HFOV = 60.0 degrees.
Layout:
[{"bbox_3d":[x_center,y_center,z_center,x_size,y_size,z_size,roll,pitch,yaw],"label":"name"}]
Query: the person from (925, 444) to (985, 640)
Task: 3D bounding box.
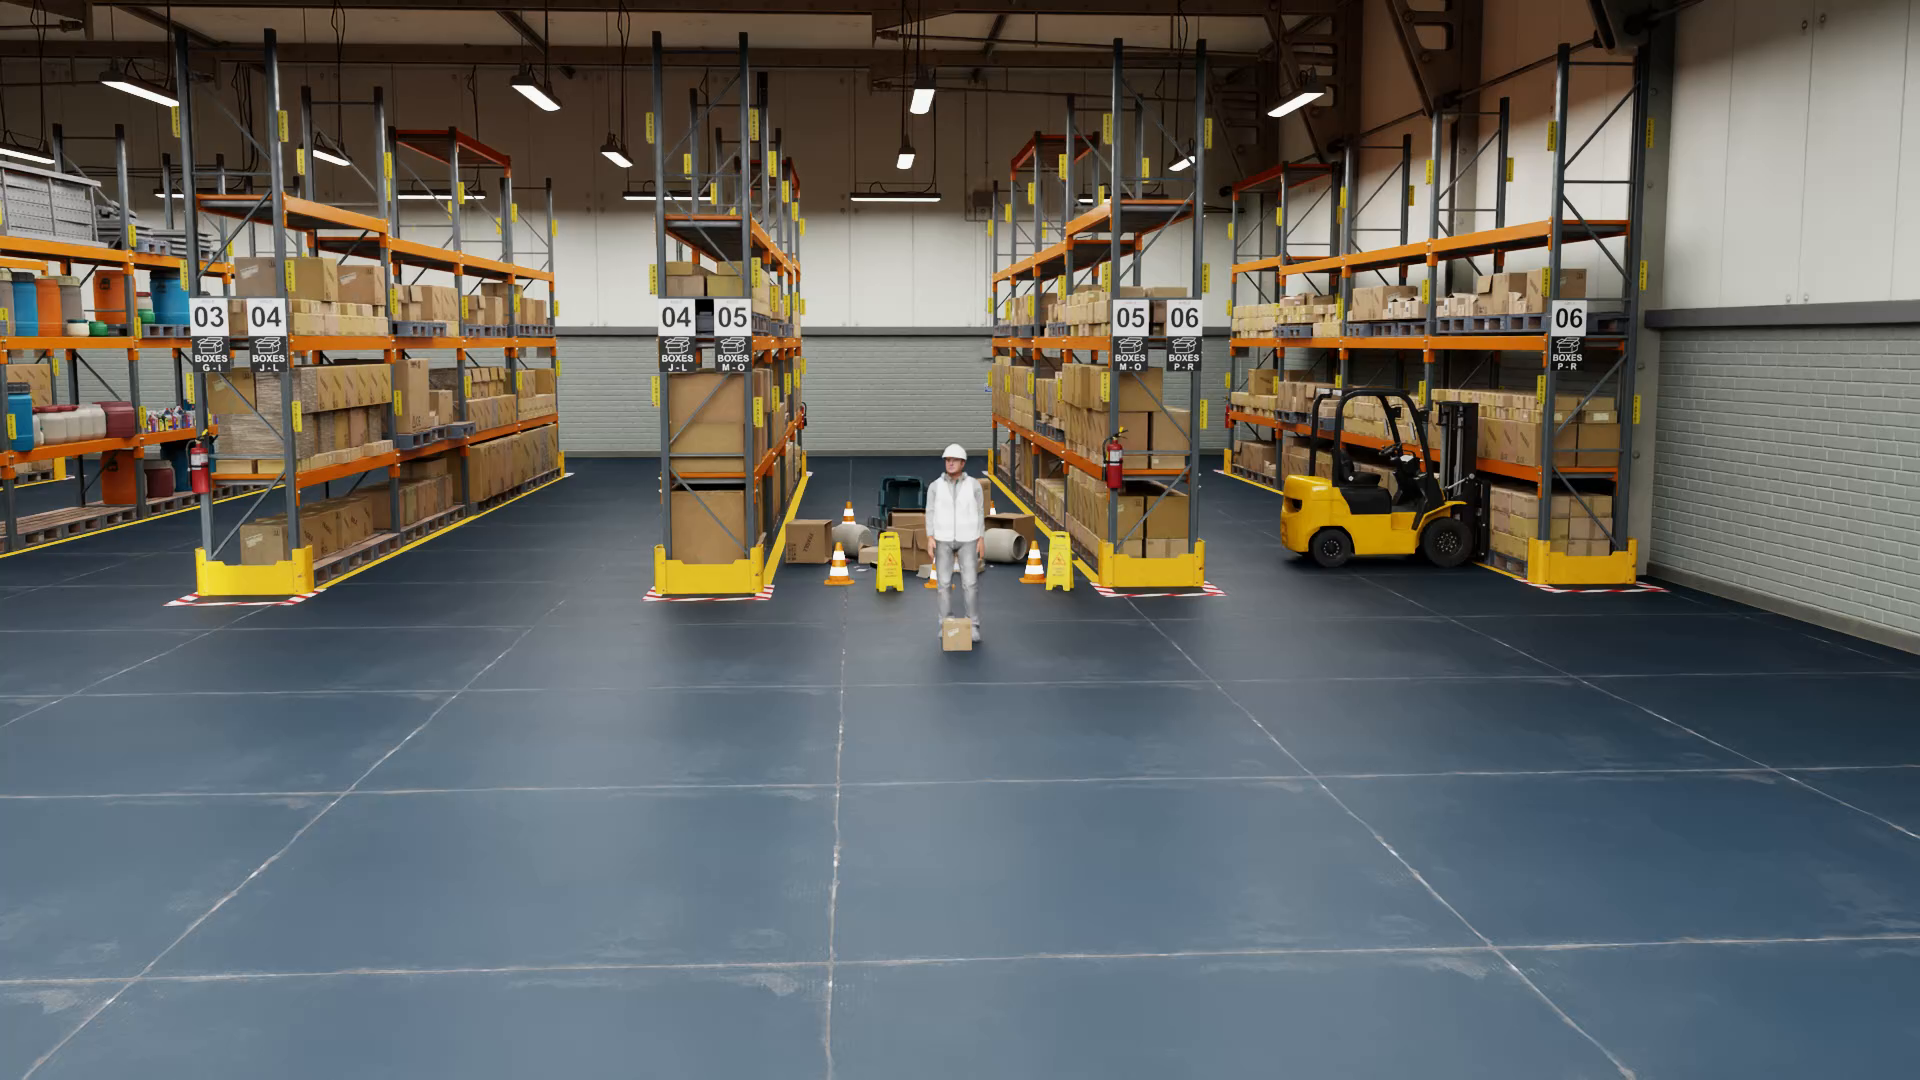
[{"bbox_3d":[-0.046,0.016,15.316,0.553,1.788,0.427,0,7,2],"label":"person"}]
